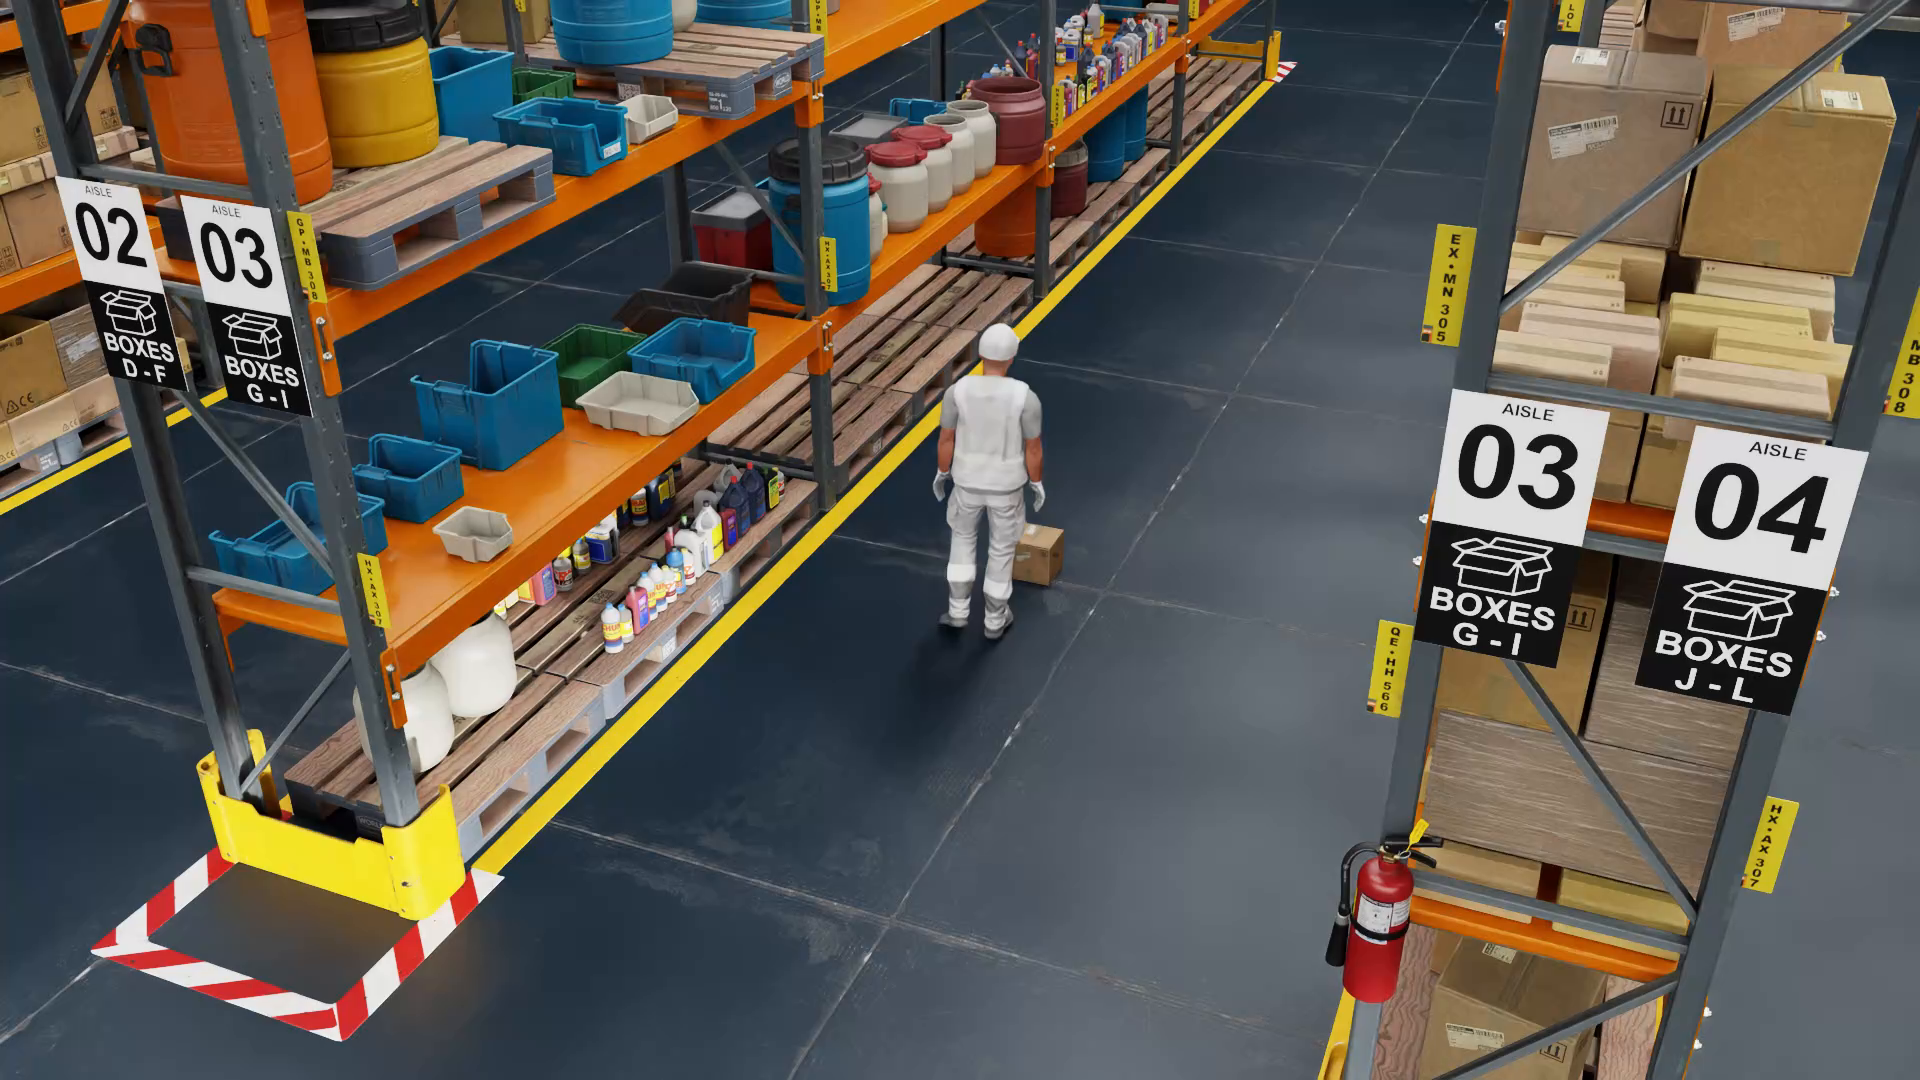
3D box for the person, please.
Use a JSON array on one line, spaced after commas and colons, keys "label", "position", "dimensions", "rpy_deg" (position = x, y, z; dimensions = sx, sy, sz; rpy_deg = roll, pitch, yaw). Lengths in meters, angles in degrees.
[{"label": "person", "position": [0.153, -0.296, 8.899], "dimensions": [0.609, 1.822, 0.373], "rpy_deg": [6, 30, 10]}]
